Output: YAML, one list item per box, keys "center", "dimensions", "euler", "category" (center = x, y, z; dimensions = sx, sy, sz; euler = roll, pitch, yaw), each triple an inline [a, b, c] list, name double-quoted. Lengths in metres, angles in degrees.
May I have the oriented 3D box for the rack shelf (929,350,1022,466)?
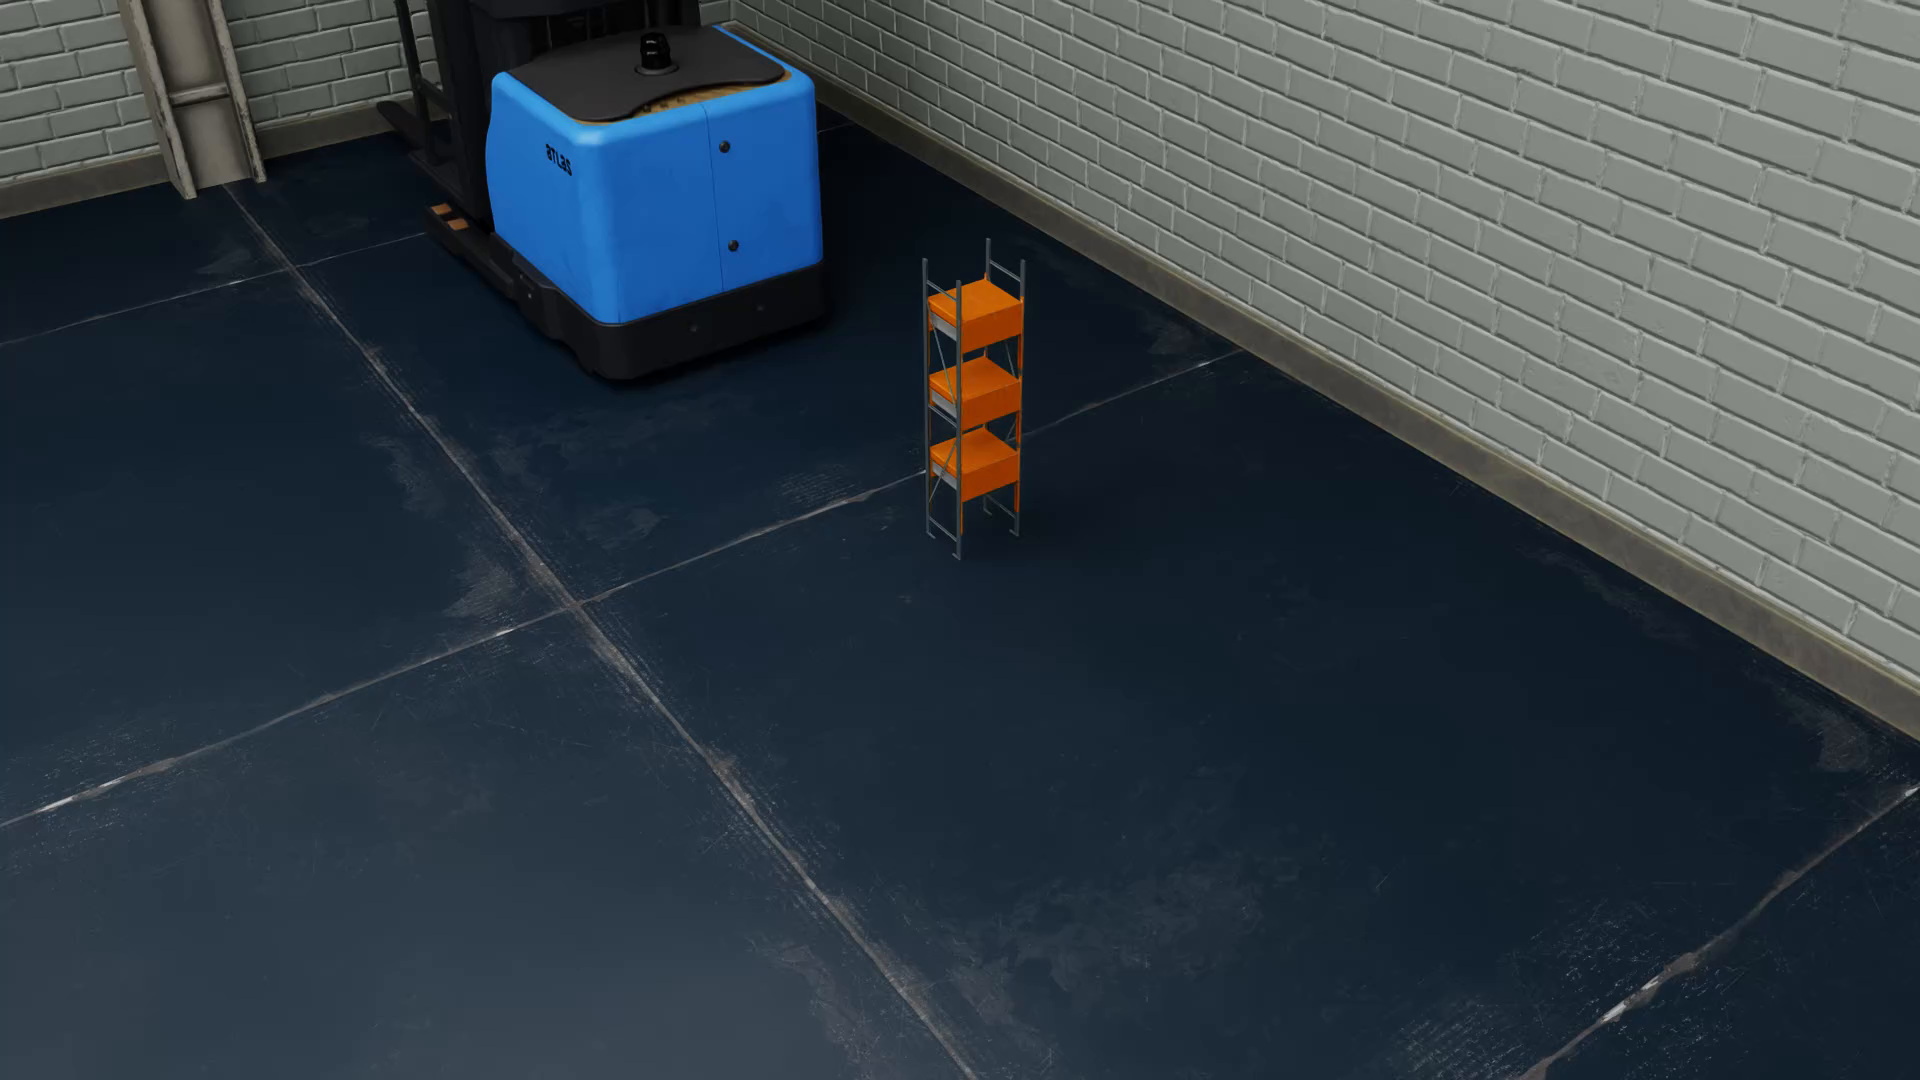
- center: [0.044, -0.436, 5.475]
  dimensions: [0.240, 0.259, 0.215]
  euler: [-22, 41, -28]
  category: "rack shelf"

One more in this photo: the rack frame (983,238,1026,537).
- center: [0.143, -0.485, 5.526]
  dimensions: [0.008, 1.050, 0.200]
  euler: [-22, 41, -28]
  category: "rack frame"

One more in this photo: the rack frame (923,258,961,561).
- center: [-0.056, -0.403, 5.411]
  dimensions: [0.008, 1.050, 0.200]
  euler: [-22, 41, -28]
  category: "rack frame"

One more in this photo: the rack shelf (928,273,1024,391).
- center: [0.044, -0.666, 5.309]
  dimensions: [0.240, 0.259, 0.215]
  euler: [-22, 41, -28]
  category: "rack shelf"

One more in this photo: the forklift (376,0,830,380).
- center: [-1.813, -2.627, 6.893]
  dimensions: [1.130, 2.935, 3.031]
  euler: [-23, 42, -28]
  category: "forklift"

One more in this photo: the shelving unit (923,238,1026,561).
- center: [0.044, -0.444, 5.468]
  dimensions: [0.252, 1.050, 0.215]
  euler: [-22, 41, -28]
  category: "shelving unit"

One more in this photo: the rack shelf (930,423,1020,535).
- center: [0.044, -0.210, 5.637]
  dimensions: [0.240, 0.259, 0.215]
  euler: [-22, 41, -28]
  category: "rack shelf"

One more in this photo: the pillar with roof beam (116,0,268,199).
- center: [-1.190, -3.384, 2.748]
  dimensions: [0.400, 9.000, 9.100]
  euler: [-22, 41, -28]
  category: "pillar with roof beam"
